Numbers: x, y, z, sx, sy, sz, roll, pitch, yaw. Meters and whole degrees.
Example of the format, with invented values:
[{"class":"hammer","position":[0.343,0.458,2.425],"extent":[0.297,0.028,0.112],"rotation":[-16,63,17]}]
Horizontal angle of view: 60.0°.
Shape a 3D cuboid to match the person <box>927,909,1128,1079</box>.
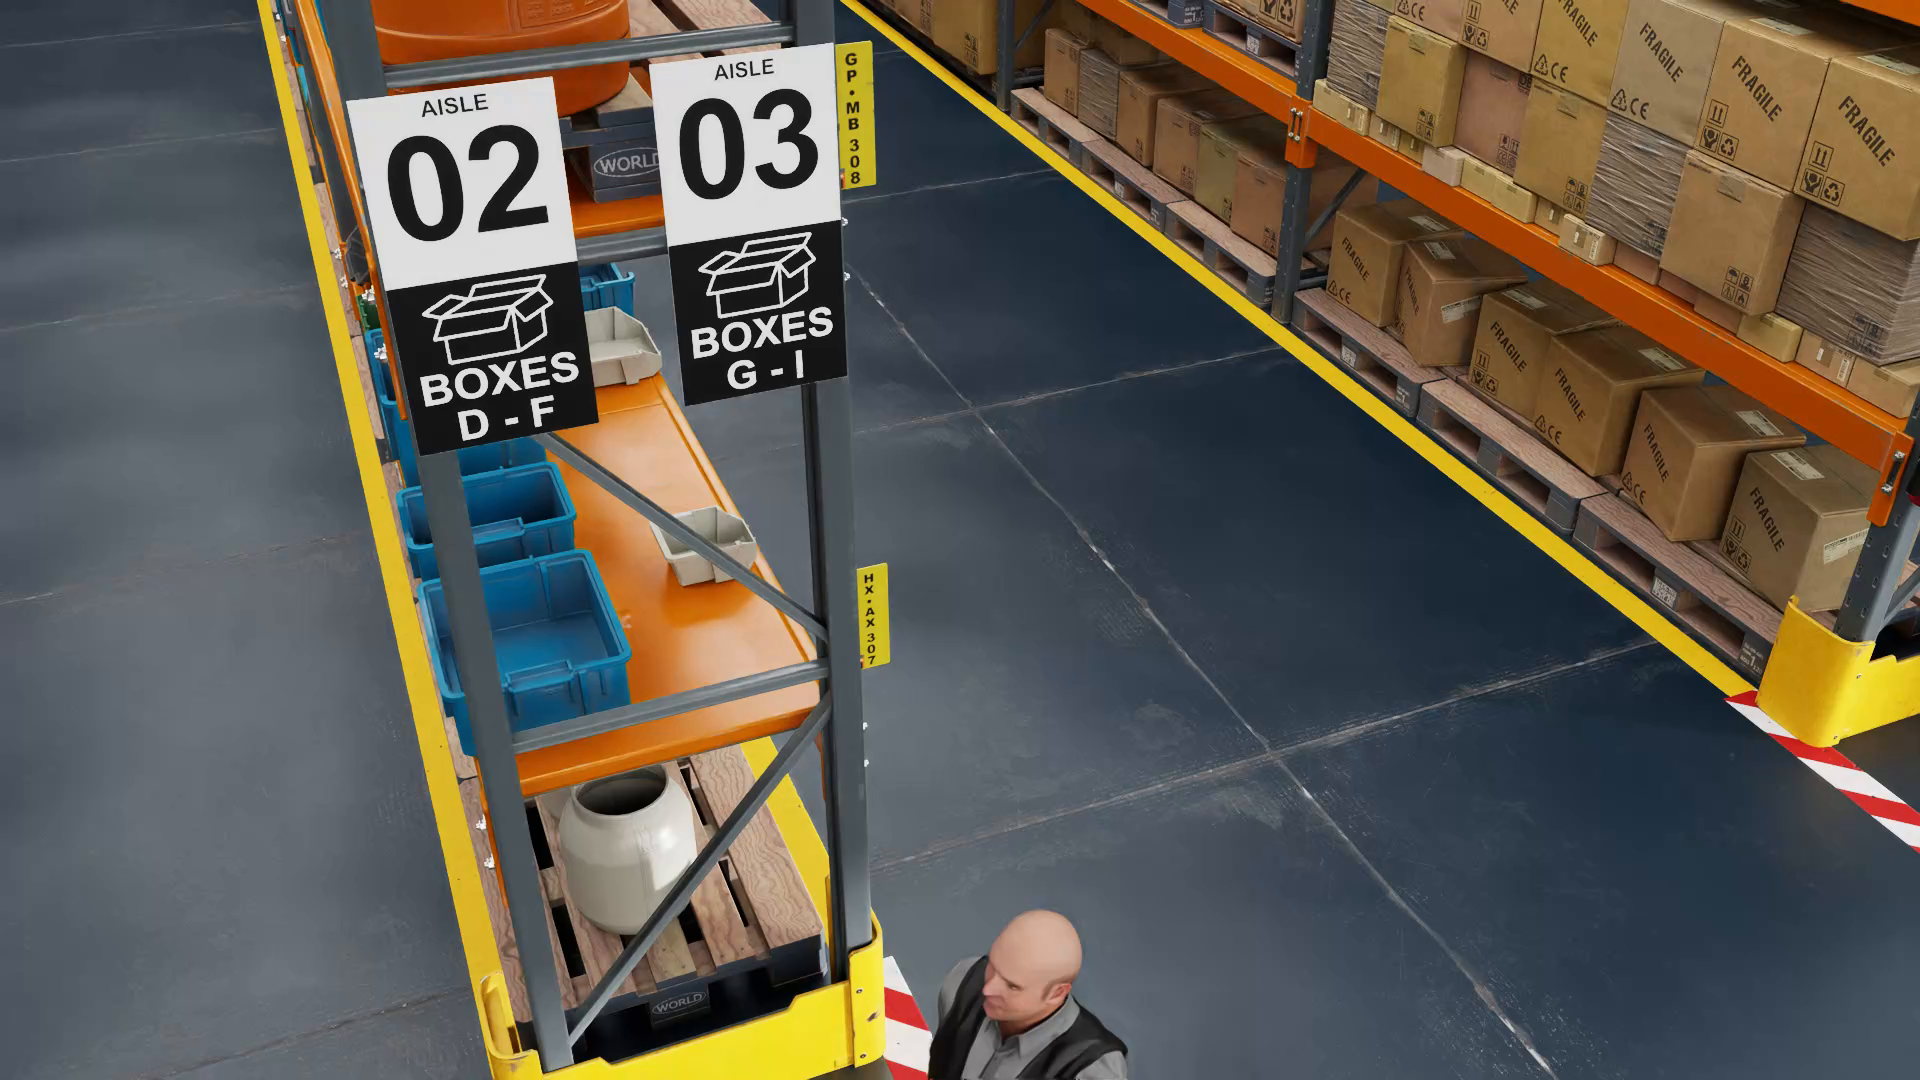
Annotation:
[{"class":"person","position":[0.100,1.529,3.813],"extent":[0.542,1.711,0.565],"rotation":[26,41,34]}]
